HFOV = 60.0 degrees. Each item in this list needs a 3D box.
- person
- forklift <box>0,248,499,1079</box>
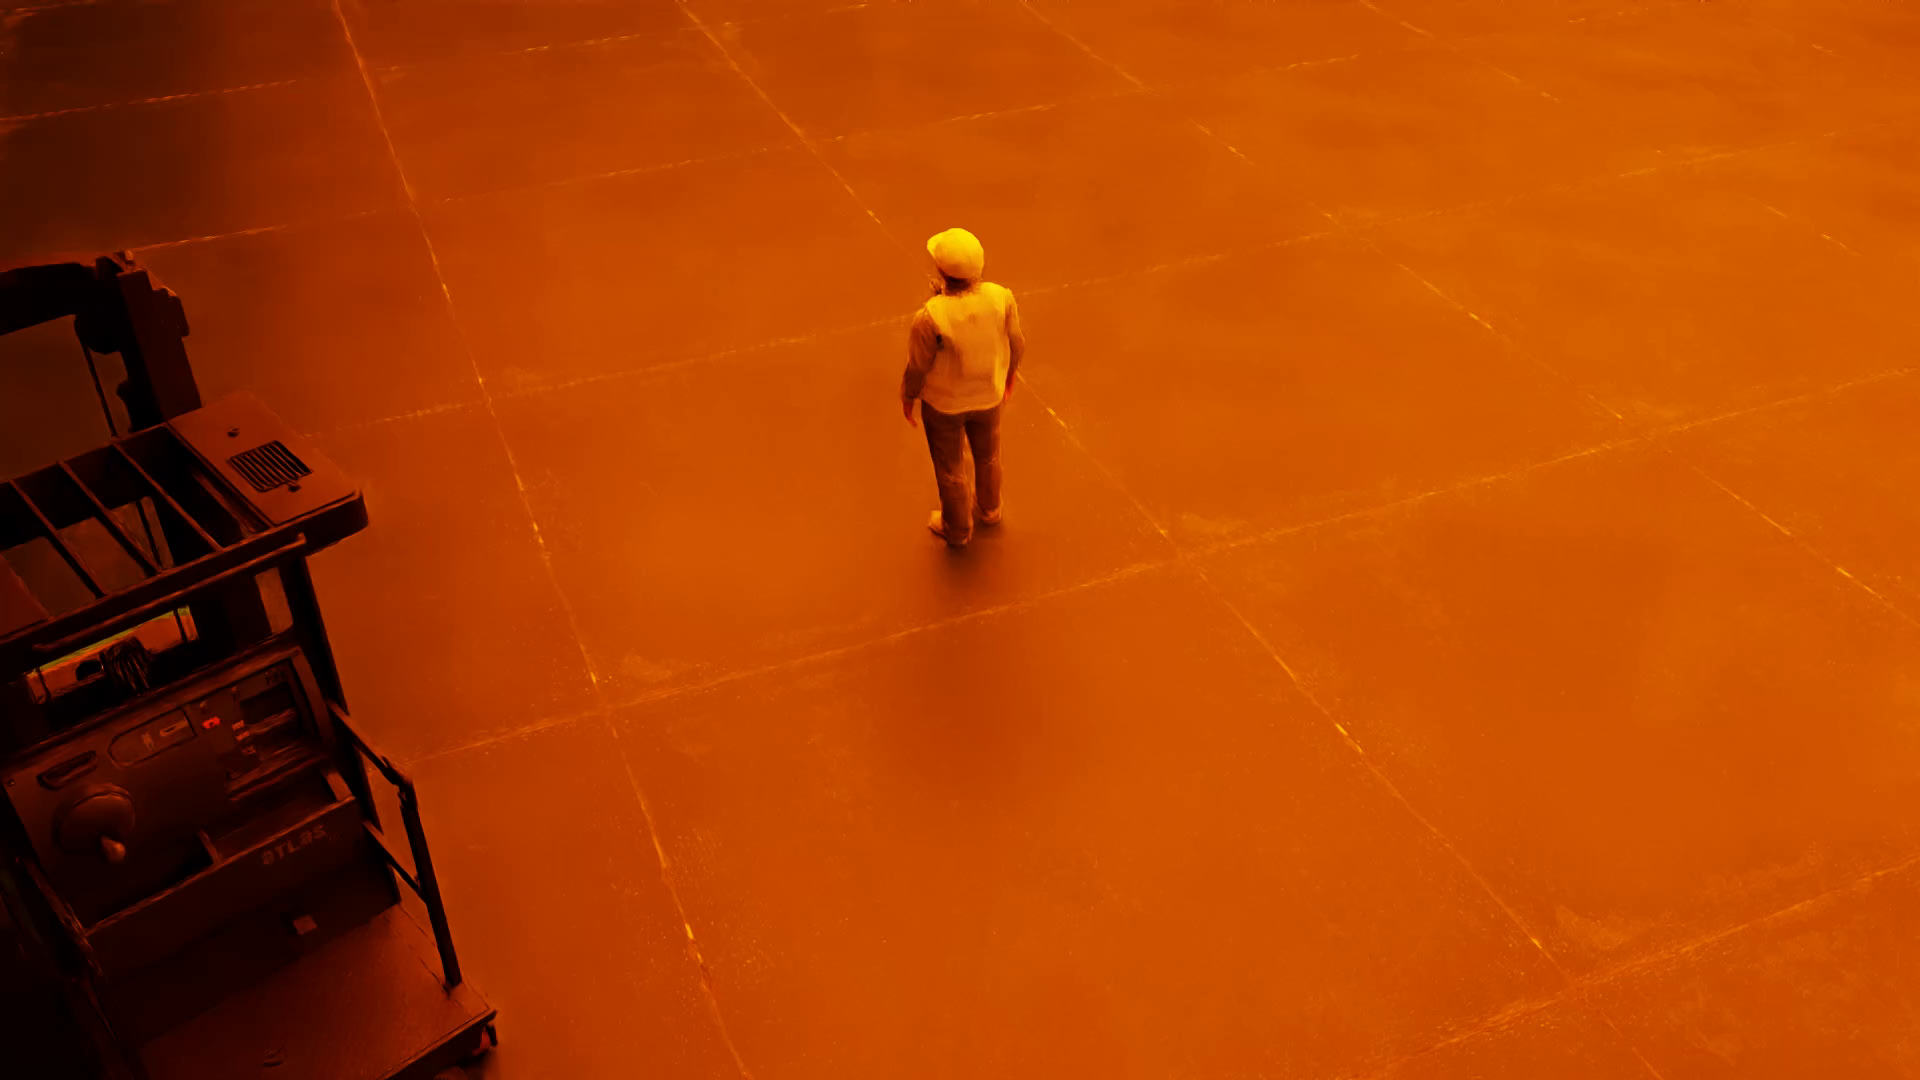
[{"bbox_3d":[-0.017,-0.764,8.159,0.632,1.773,0.567,-14,38,-19],"label":"person"},{"bbox_3d":[-2.316,0.727,5.077,1.130,2.935,3.031,-28,44,-34],"label":"forklift"}]
